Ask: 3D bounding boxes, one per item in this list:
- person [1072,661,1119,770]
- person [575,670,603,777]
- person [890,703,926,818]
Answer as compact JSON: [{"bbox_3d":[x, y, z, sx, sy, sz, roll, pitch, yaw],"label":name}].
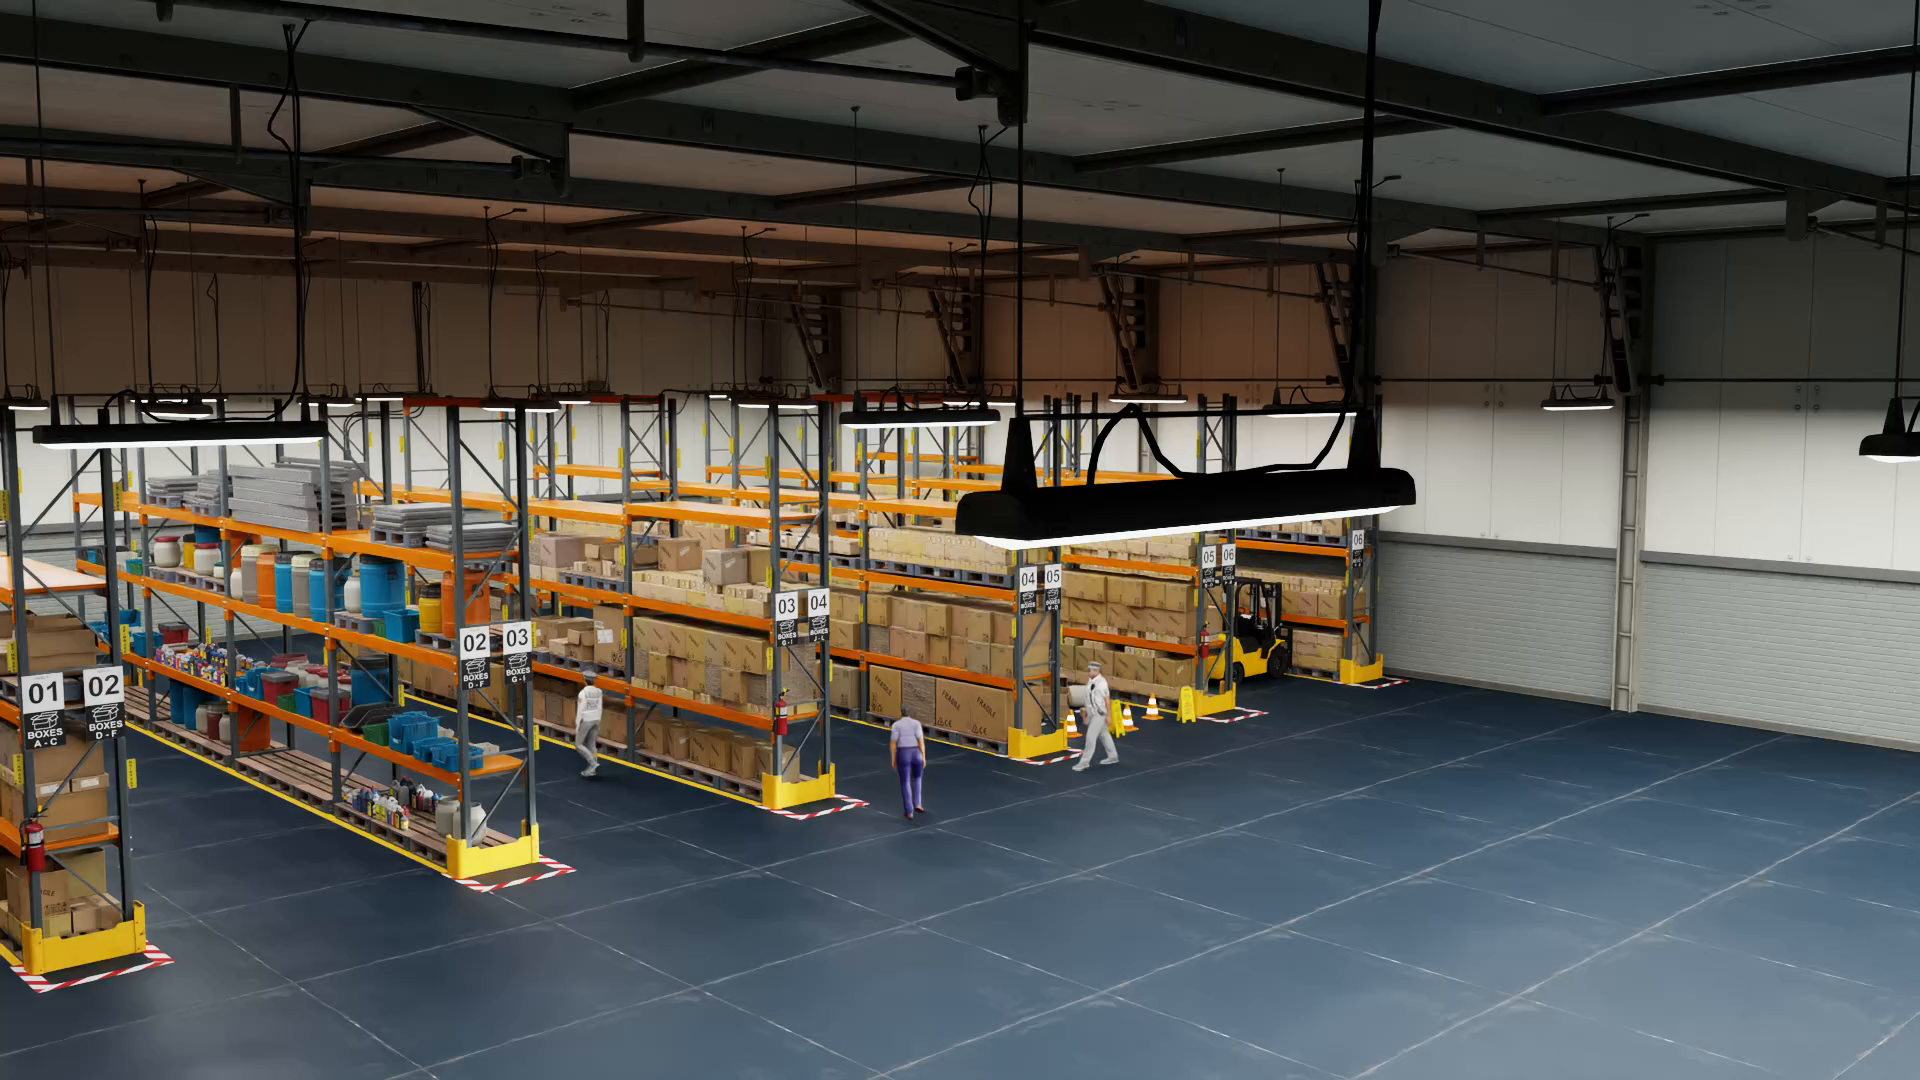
[{"bbox_3d":[2.194,2.830,27.144,0.871,1.721,0.583,-1,6,-12],"label":"person"},{"bbox_3d":[-5.868,2.930,26.466,0.463,1.675,0.512,4,7,37],"label":"person"},{"bbox_3d":[-0.748,3.209,24.089,0.514,1.642,0.530,-1,6,-11],"label":"person"}]
